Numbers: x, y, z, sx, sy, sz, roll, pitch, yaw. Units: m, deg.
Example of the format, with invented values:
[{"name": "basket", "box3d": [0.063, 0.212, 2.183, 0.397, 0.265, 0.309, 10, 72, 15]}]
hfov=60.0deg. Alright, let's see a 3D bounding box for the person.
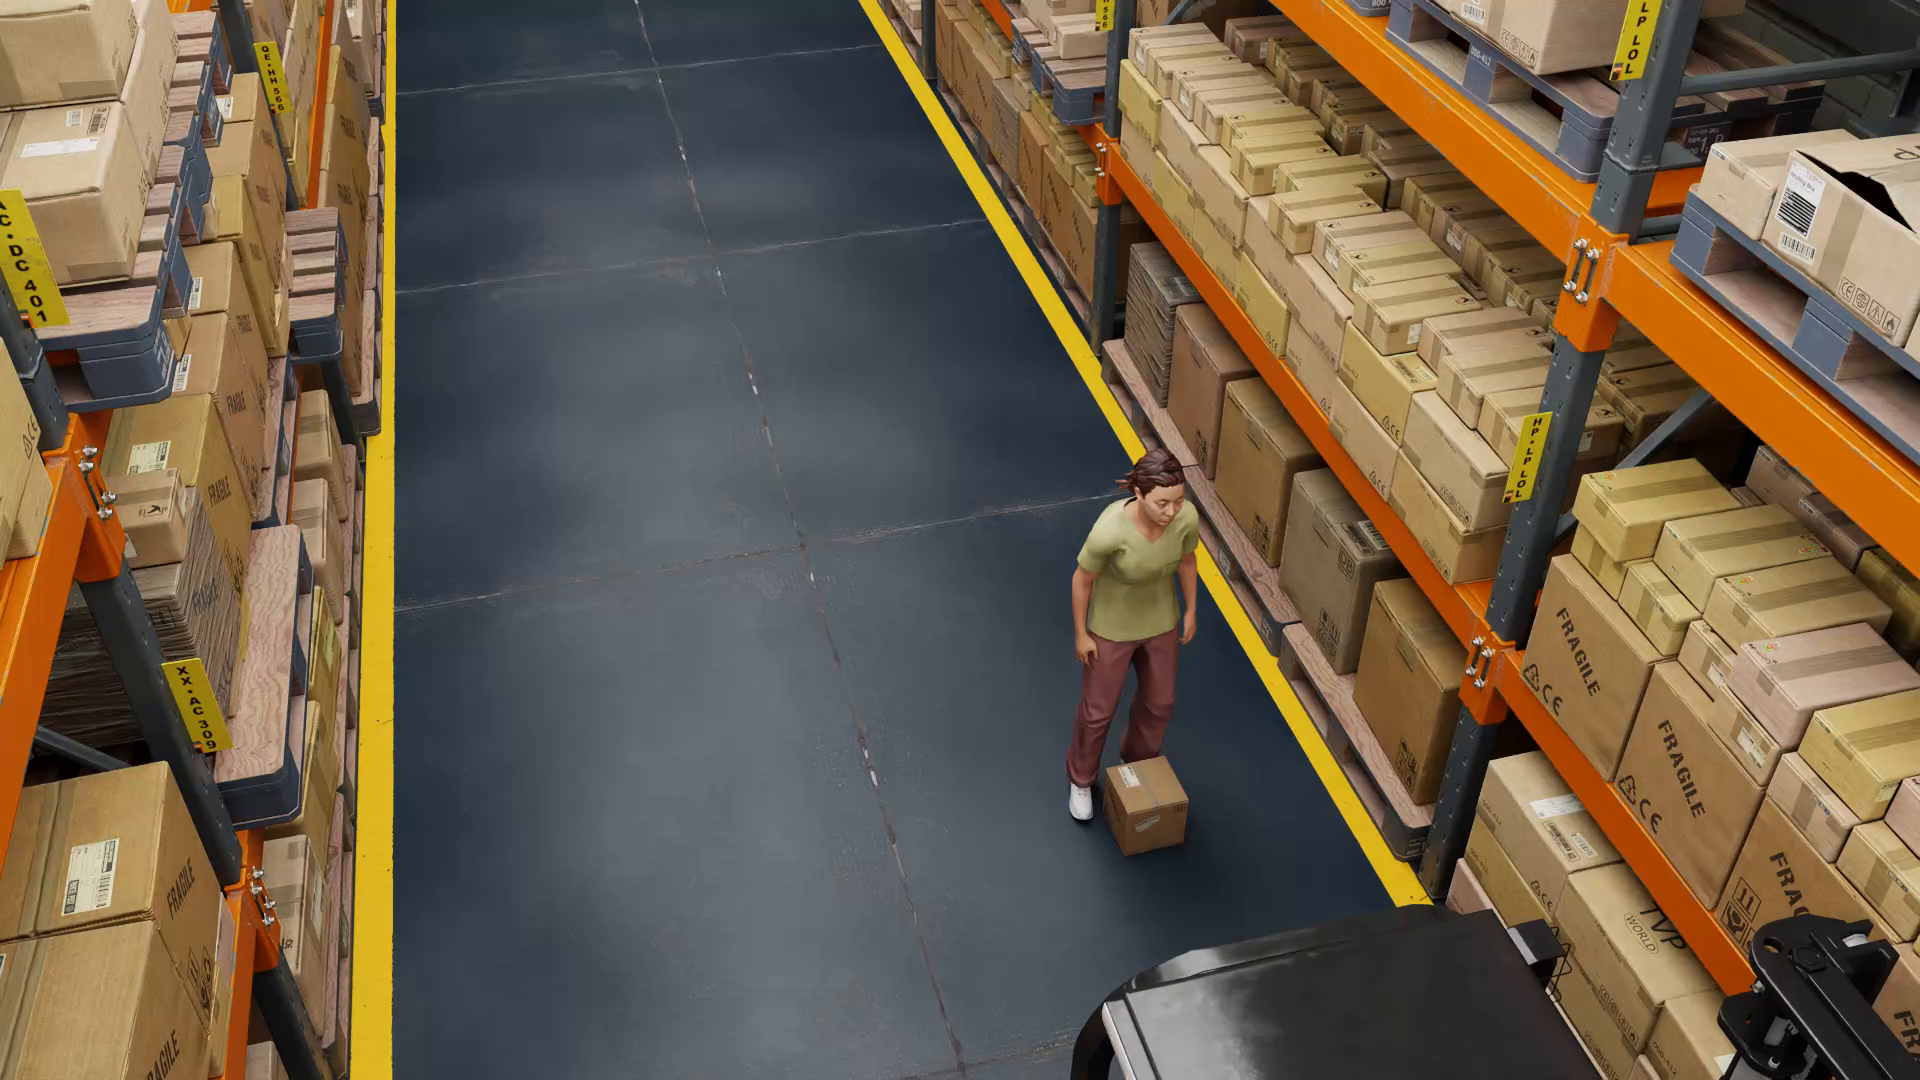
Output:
[{"name": "person", "box3d": [0.662, 0.340, 6.285, 0.520, 1.673, 0.357, -11, 40, -14]}]
